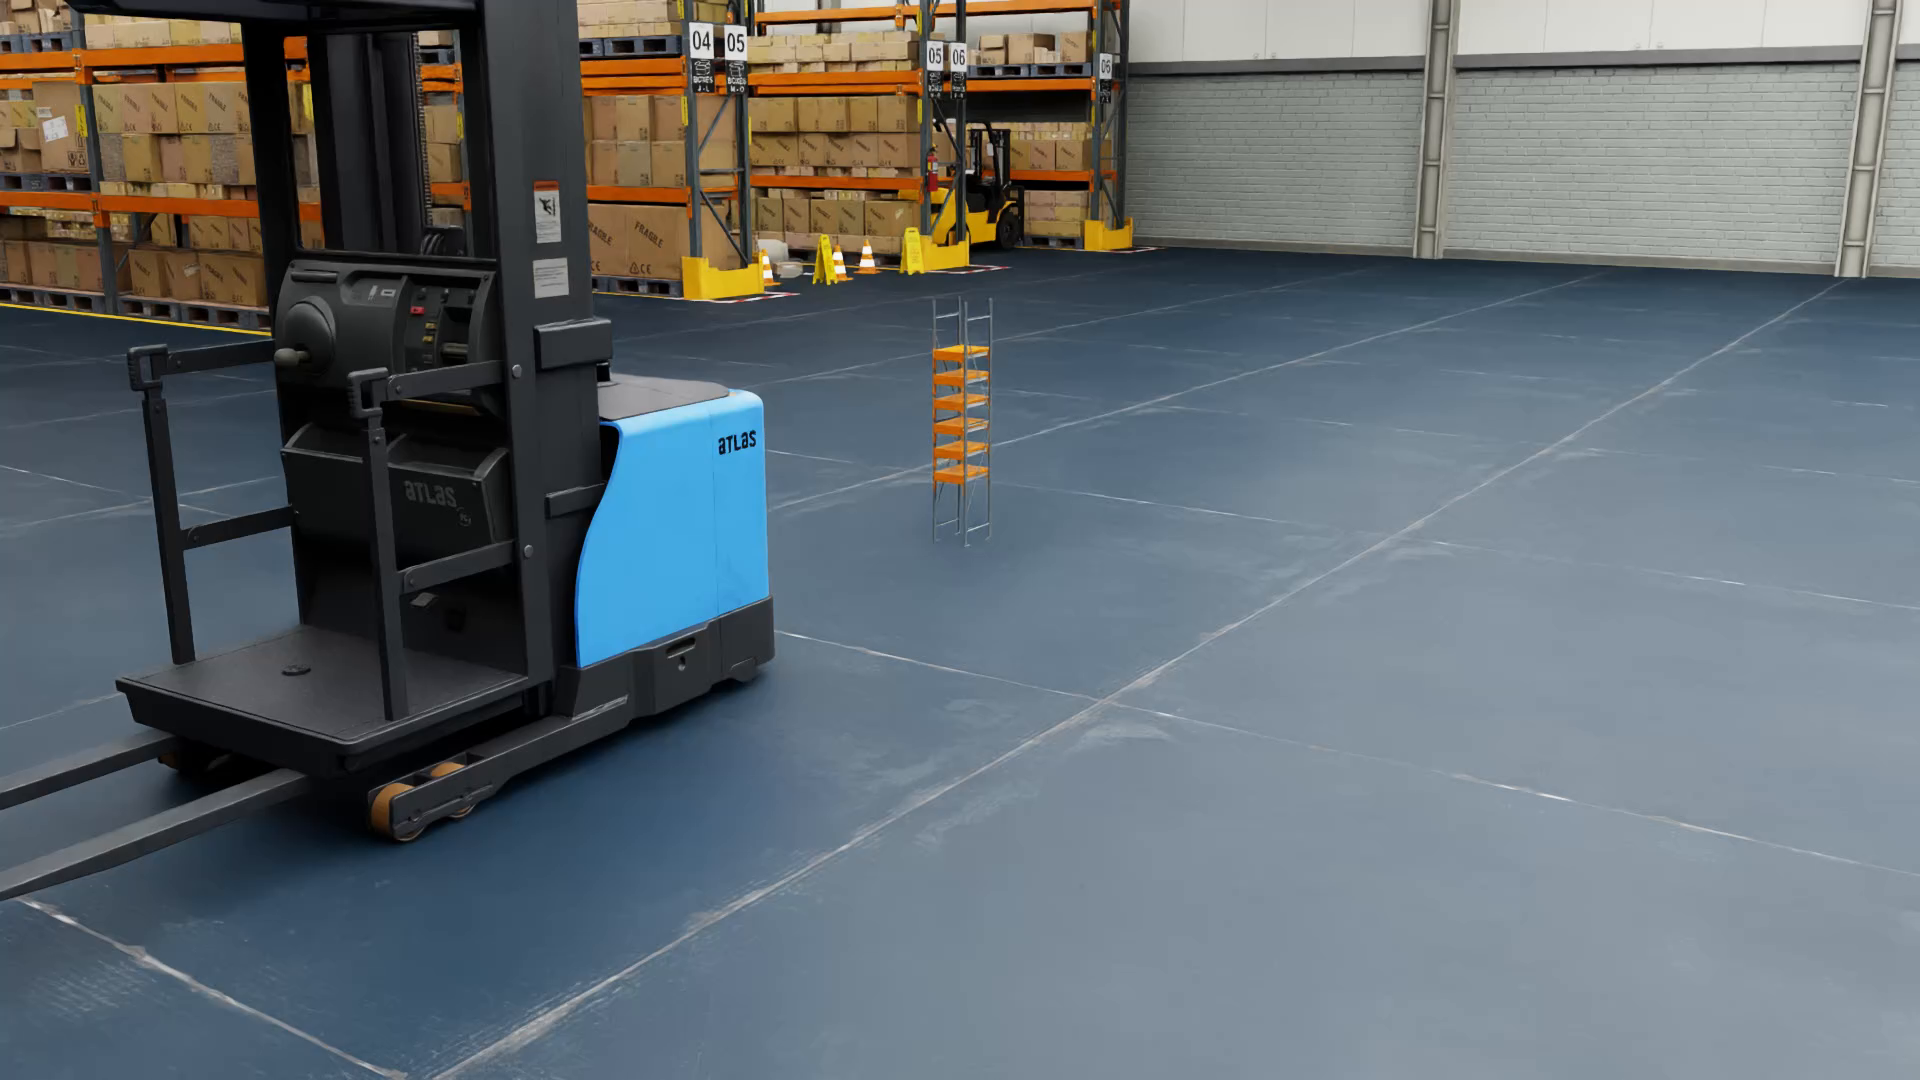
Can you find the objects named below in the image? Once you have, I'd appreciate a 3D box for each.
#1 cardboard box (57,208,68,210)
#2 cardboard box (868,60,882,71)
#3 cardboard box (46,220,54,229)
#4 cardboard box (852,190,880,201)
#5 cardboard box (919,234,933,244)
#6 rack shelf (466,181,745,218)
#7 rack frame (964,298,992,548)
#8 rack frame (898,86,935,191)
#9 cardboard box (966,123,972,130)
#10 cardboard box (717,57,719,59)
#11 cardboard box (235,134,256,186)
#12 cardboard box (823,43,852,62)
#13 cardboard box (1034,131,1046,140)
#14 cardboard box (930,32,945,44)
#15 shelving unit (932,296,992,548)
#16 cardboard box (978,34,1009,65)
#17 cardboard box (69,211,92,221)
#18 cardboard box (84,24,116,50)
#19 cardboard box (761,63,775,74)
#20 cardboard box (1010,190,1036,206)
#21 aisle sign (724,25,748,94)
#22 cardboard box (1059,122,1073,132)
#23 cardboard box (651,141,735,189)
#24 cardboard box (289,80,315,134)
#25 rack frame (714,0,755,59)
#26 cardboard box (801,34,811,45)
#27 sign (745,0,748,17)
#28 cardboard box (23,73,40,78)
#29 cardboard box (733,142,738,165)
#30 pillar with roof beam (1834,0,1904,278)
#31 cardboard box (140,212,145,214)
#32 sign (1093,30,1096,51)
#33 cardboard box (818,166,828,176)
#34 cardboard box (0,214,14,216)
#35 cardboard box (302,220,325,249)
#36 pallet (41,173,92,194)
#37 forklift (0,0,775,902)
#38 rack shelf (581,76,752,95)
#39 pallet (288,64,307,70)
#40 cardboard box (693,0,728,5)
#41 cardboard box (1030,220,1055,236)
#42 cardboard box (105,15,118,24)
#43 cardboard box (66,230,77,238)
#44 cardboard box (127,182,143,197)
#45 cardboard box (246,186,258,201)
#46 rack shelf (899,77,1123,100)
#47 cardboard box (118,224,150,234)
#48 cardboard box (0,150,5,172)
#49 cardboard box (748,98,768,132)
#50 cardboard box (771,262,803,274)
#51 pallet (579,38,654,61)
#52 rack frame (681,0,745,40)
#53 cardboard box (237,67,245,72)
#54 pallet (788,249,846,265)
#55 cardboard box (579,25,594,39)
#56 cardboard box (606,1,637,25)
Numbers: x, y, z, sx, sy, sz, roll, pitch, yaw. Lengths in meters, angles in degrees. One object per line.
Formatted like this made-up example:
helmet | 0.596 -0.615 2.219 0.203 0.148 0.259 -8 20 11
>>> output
cardboard box | -15.440 -5.661 28.770 0.250 0.149 0.380 10 17 34
cardboard box | -1.121 -6.868 24.106 0.250 0.149 0.380 10 17 34
cardboard box | -15.305 -5.342 28.099 0.250 0.149 0.380 10 17 35
cardboard box | -1.395 -5.112 24.669 0.250 0.149 0.380 10 17 34
cardboard box | -0.757 -4.505 25.128 0.500 0.250 0.500 9 17 32
rack shelf | -4.581 -4.391 21.317 4.000 0.370 1.077 9 17 33
rack frame | 0.088 -0.568 8.122 0.006 1.200 0.240 9 17 33
rack frame | -0.794 -6.999 30.356 0.127 3.000 1.000 9 17 33
cardboard box | 0.175 -7.271 29.277 0.250 0.149 0.380 9 16 32
cardboard box | -4.127 -7.646 26.162 0.500 0.250 0.500 9 16 32
cardboard box | -6.696 -3.812 16.653 0.500 0.500 0.875 9 17 33
cardboard box | -1.667 -7.152 24.421 0.500 0.250 0.500 10 17 34
cardboard box | 1.472 -6.928 28.509 0.250 0.149 0.380 9 17 32
cardboard box | -0.423 -7.282 24.119 0.250 0.149 0.380 9 17 32
shelving unit | 0.012 -0.580 8.171 0.189 1.200 0.258 9 17 33
cardboard box | 0.763 -8.476 28.780 0.637 0.503 0.797 10 17 35
cardboard box | -14.587 -5.401 27.722 0.250 0.149 0.380 9 17 33
cardboard box | -8.862 -5.305 17.581 0.500 0.250 0.500 8 16 31
cardboard box | -2.801 -7.154 25.259 0.250 0.149 0.380 10 17 34
cardboard box | 1.117 -5.950 28.884 0.500 0.250 0.500 9 17 34
aisle sign | -2.695 -5.784 20.038 0.004 0.787 0.394 9 17 33
cardboard box | 1.888 -7.004 28.196 0.250 0.149 0.380 9 17 33
cardboard box | -3.254 -4.586 20.293 0.550 0.550 0.875 9 17 33
cardboard box | -6.367 -4.200 16.137 0.500 0.500 0.500 9 17 33
rack frame | -3.561 -8.921 25.635 0.127 3.000 1.000 9 17 33
cardboard box | -2.146 -7.431 24.720 0.250 0.149 0.380 10 17 34
sign | -2.606 -6.501 20.116 0.005 0.325 0.100 9 17 33
cardboard box | -15.098 -7.752 27.466 0.500 0.250 0.500 9 16 31
cardboard box | -3.352 -6.087 25.845 0.500 0.500 0.500 9 17 33
pillar with roof beam | 10.005 -7.180 18.602 0.400 9.000 9.100 9 17 33
cardboard box | -13.481 -5.351 27.516 0.250 0.149 0.380 9 16 32
sign | 2.210 -8.204 27.302 0.005 0.325 0.100 9 17 33
cardboard box | -1.930 -5.567 25.093 0.250 0.149 0.380 9 17 33
cardboard box | -11.839 -3.850 20.359 0.500 0.250 0.500 10 17 35
cardboard box | -9.104 -4.557 24.298 0.750 0.750 1.050 9 16 32
pallet | -9.645 -4.072 18.928 1.213 0.211 1.003 9 17 33
forklift | -1.896 -0.679 4.965 1.130 2.935 3.031 8 16 30
rack shelf | -5.221 -7.384 27.165 4.000 0.370 1.077 9 17 33
pallet | -8.995 -6.834 23.837 1.003 0.211 1.213 10 17 35
cardboard box | -3.020 -6.554 20.095 0.250 0.149 0.380 9 17 33
cardboard box | 1.551 -5.401 28.746 0.500 0.250 0.500 9 17 33
cardboard box | -8.736 -5.483 17.469 0.250 0.149 0.380 8 16 30
cardboard box | -14.650 -5.099 27.738 0.250 0.149 0.380 9 17 33
cardboard box | -8.659 -3.758 17.786 0.250 0.149 0.380 9 17 33
cardboard box | -6.951 -3.507 16.771 0.250 0.149 0.380 9 17 33
rack shelf | 0.865 -7.838 28.998 4.000 0.370 1.077 9 17 33
cardboard box | -13.317 -5.025 26.819 0.250 0.149 0.380 10 17 34
cardboard box | -11.149 -4.430 19.415 0.500 0.250 0.500 9 16 31
cardboard box | -2.906 -6.512 25.480 0.500 0.500 0.700 9 17 33
cardboard box | -2.457 -3.862 23.614 0.380 0.149 0.250 -7 15 -25
pallet | -4.559 -6.146 20.851 1.213 0.211 1.003 9 17 33
rack frame | -2.921 -7.384 19.426 0.127 3.000 1.000 9 17 33
cardboard box | -10.175 -7.076 24.213 0.500 0.500 0.500 9 17 33
pallet | -1.968 -4.409 25.695 1.213 0.211 1.003 9 17 33
cardboard box | -4.440 -6.206 20.350 0.250 0.149 0.380 9 17 33
cardboard box | -3.898 -6.329 20.018 0.500 0.250 0.500 9 17 33
